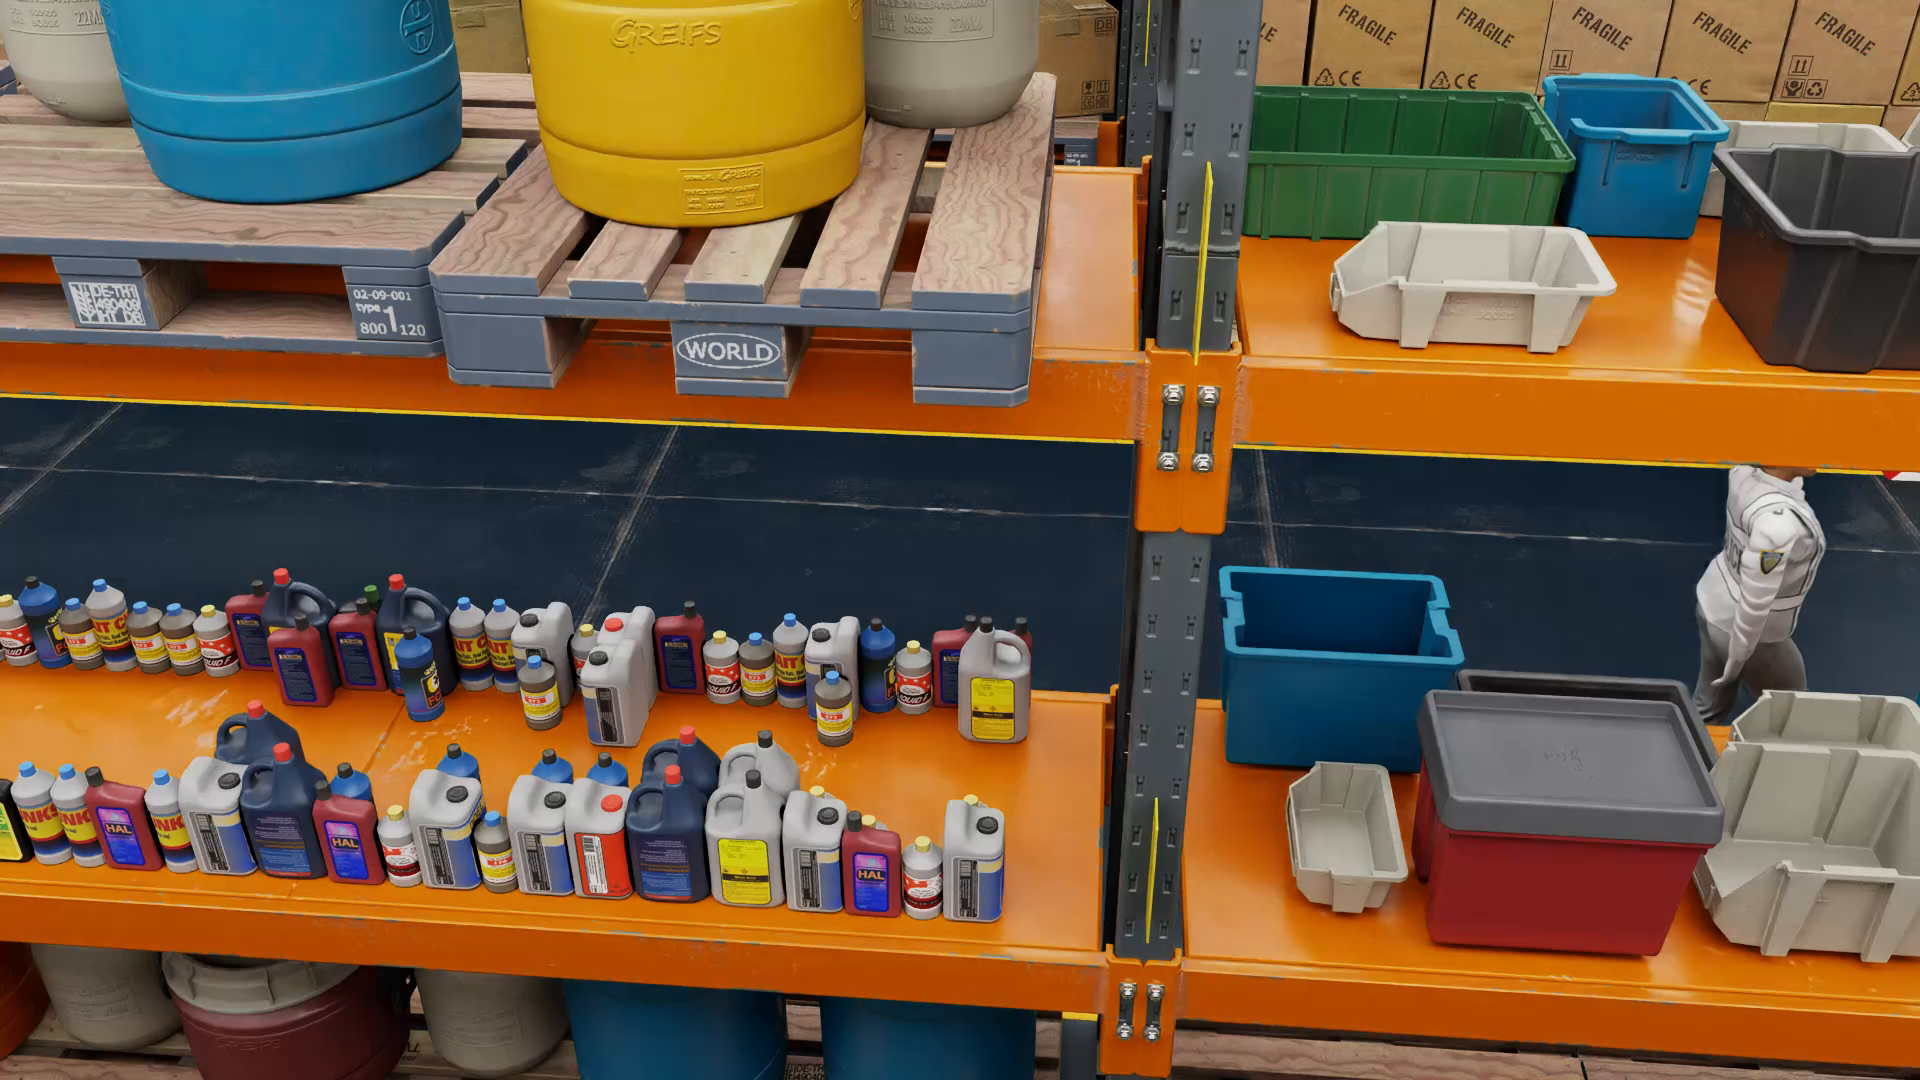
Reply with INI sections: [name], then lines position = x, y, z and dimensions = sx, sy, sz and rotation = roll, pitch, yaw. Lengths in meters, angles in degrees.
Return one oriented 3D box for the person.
[person]
position = 2.686, 0.284, 5.623
dimensions = 0.430, 1.694, 0.485
rotation = 3, 32, 5
